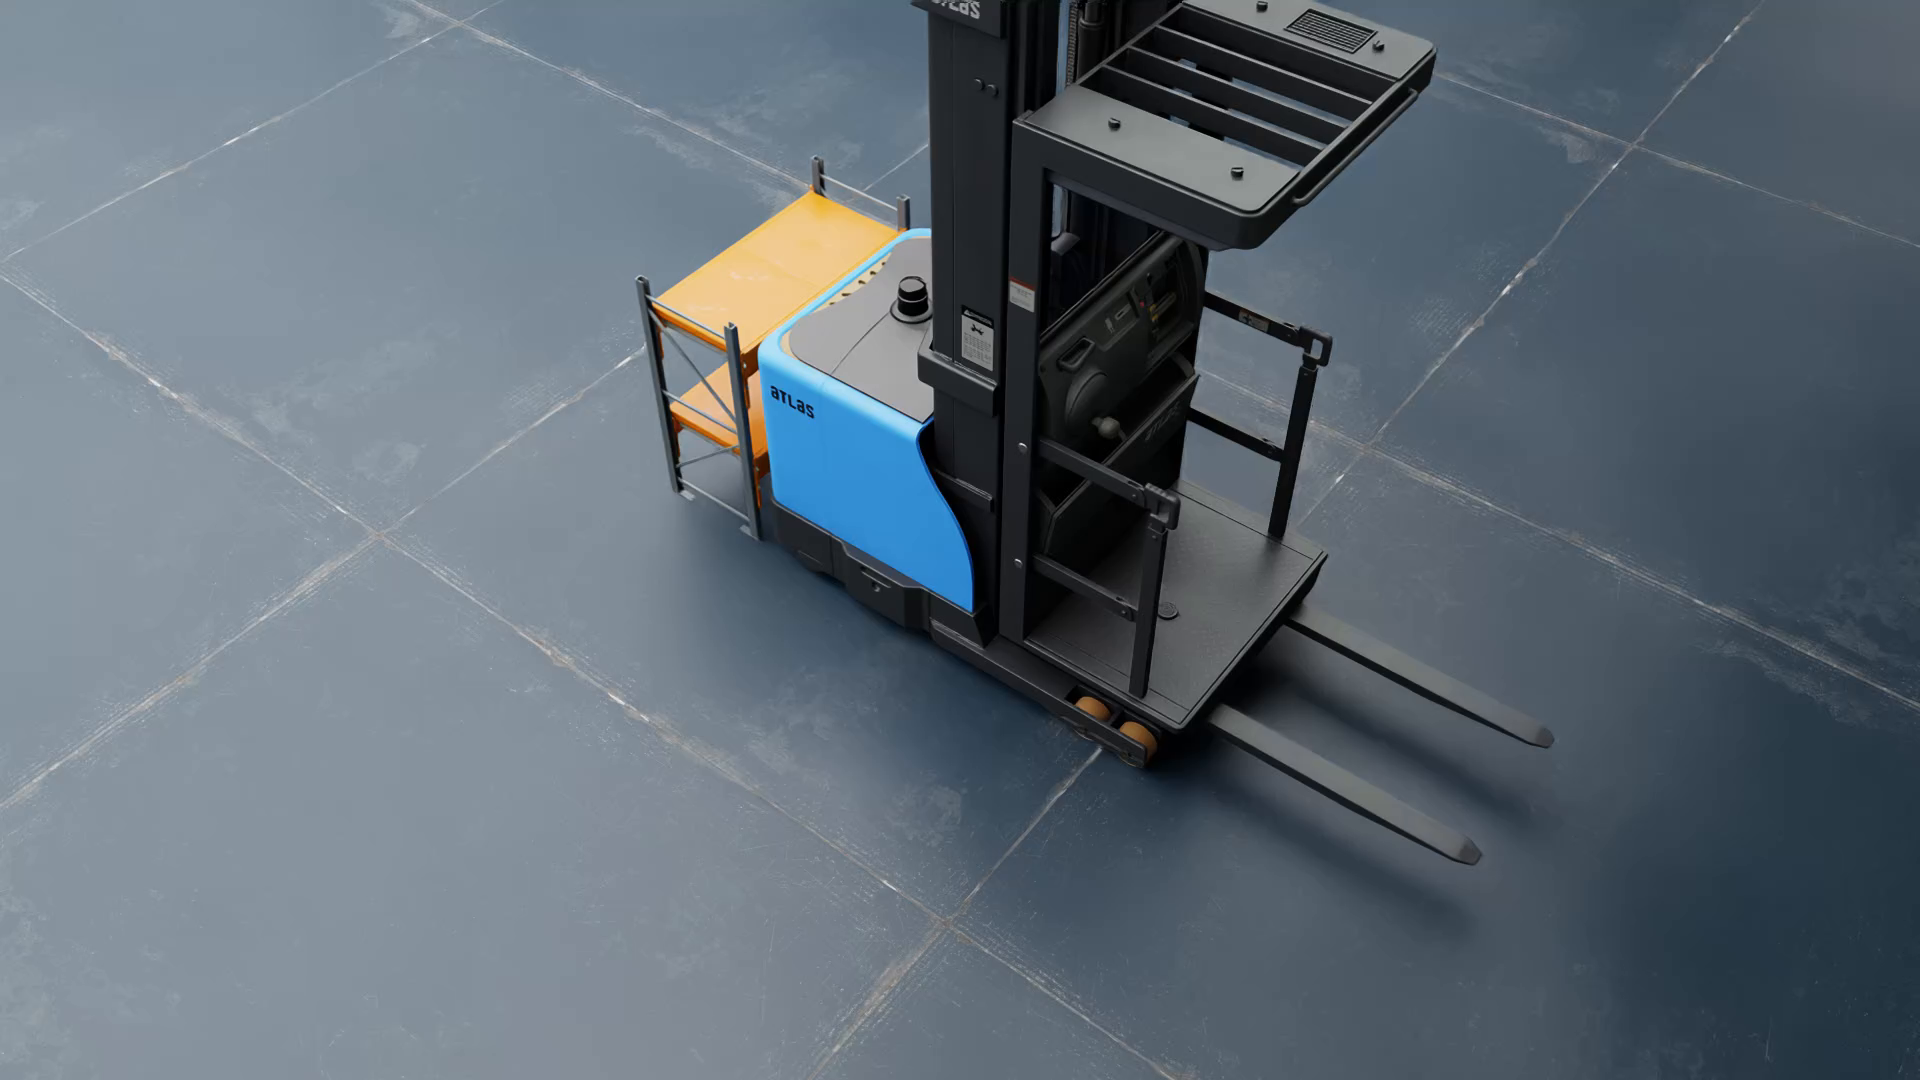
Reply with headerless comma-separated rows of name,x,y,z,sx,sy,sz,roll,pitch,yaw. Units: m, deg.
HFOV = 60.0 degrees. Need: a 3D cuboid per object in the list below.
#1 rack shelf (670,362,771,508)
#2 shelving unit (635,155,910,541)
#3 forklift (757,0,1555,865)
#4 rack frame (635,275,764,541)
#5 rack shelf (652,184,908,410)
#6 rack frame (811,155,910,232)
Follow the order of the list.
rack shelf,-0.718,-0.625,7.072,0.538,0.278,1.000,29,53,25
shelving unit,-0.718,-0.794,6.895,0.538,1.125,1.048,29,53,25
forklift,0.716,-0.622,5.481,3.031,2.935,1.130,29,53,25
rack frame,-1.026,-0.501,6.616,0.500,1.125,0.032,29,53,25
rack shelf,-0.718,-0.996,6.683,0.538,0.278,1.000,29,53,25
rack frame,-0.410,-1.086,7.174,0.500,1.125,0.032,29,53,25
